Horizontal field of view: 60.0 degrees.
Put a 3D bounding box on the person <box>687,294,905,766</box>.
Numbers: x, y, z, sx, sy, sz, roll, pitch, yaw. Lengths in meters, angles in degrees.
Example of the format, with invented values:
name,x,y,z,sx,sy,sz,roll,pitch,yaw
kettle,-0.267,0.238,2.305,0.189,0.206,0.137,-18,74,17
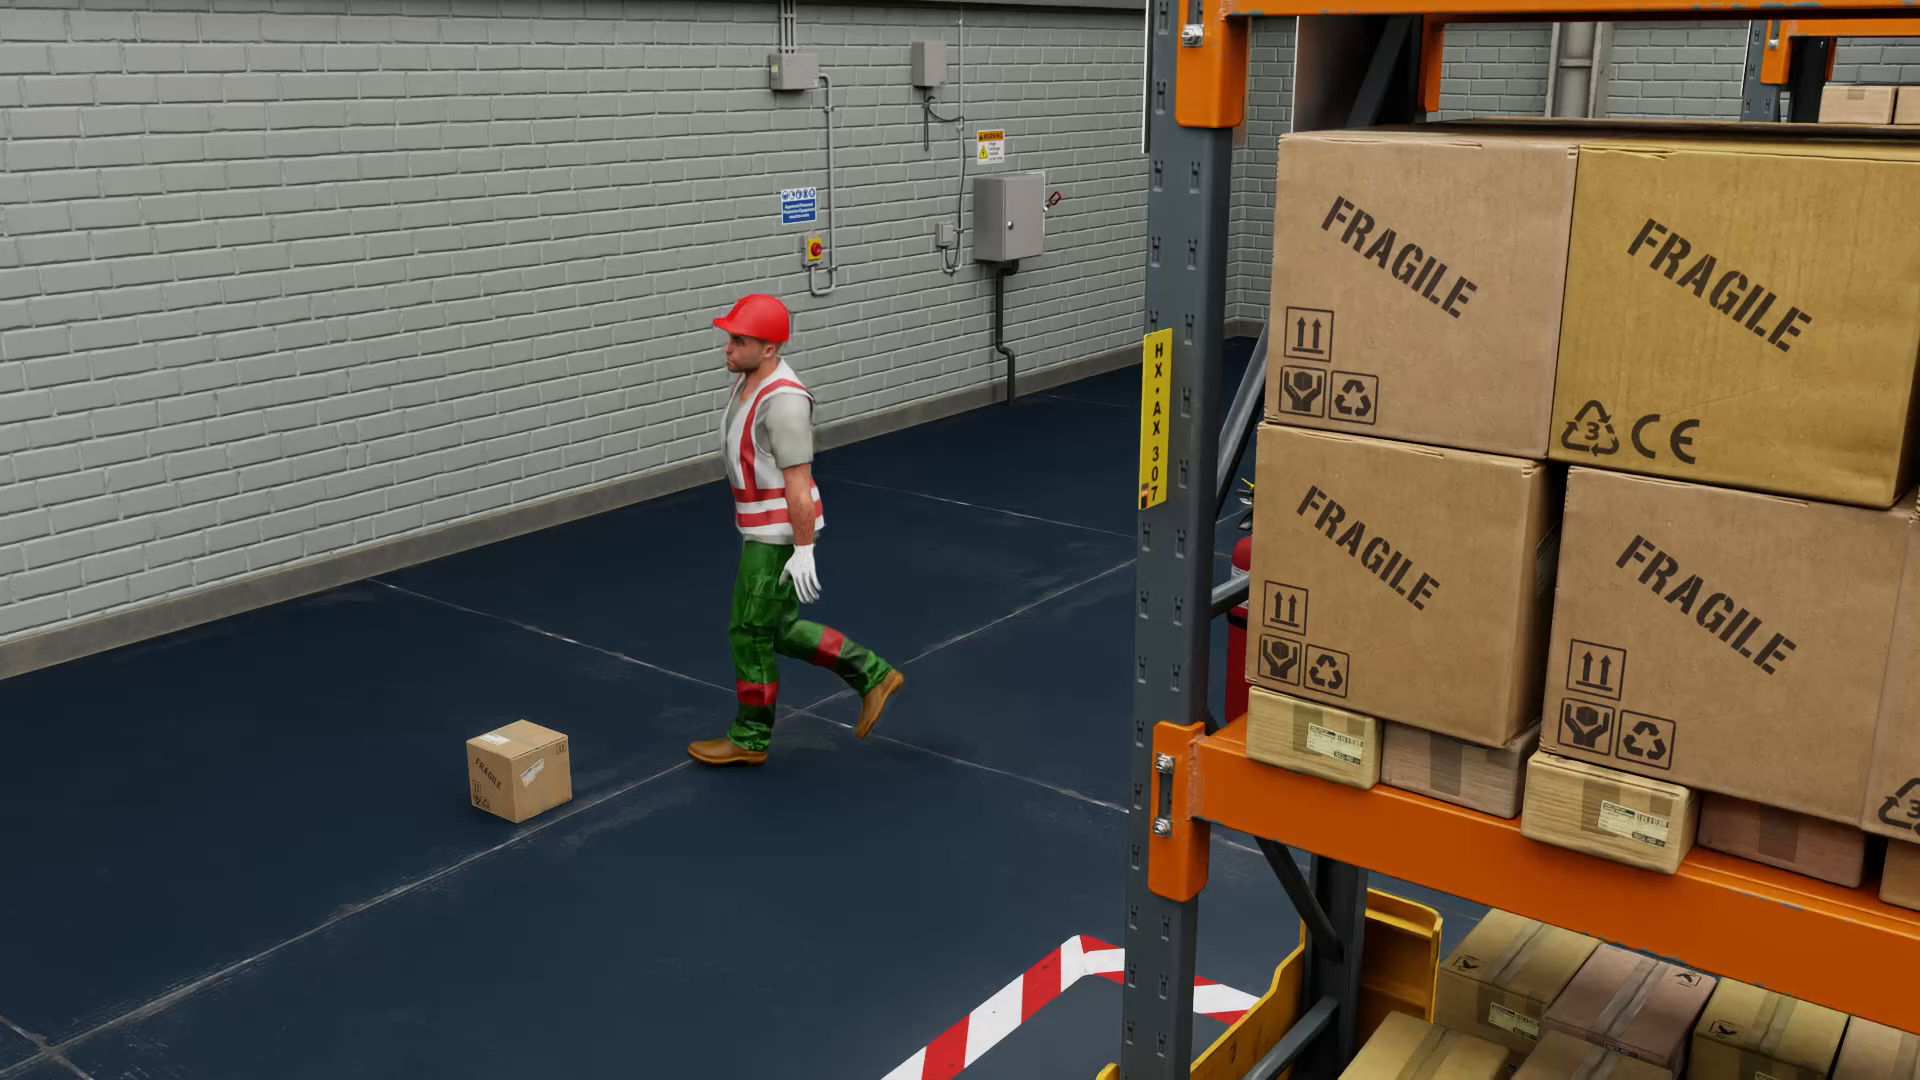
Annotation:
name,x,y,z,sx,sy,sz,roll,pitch,yaw
person,-0.617,-0.028,6.100,0.838,1.769,0.605,-4,17,-12
